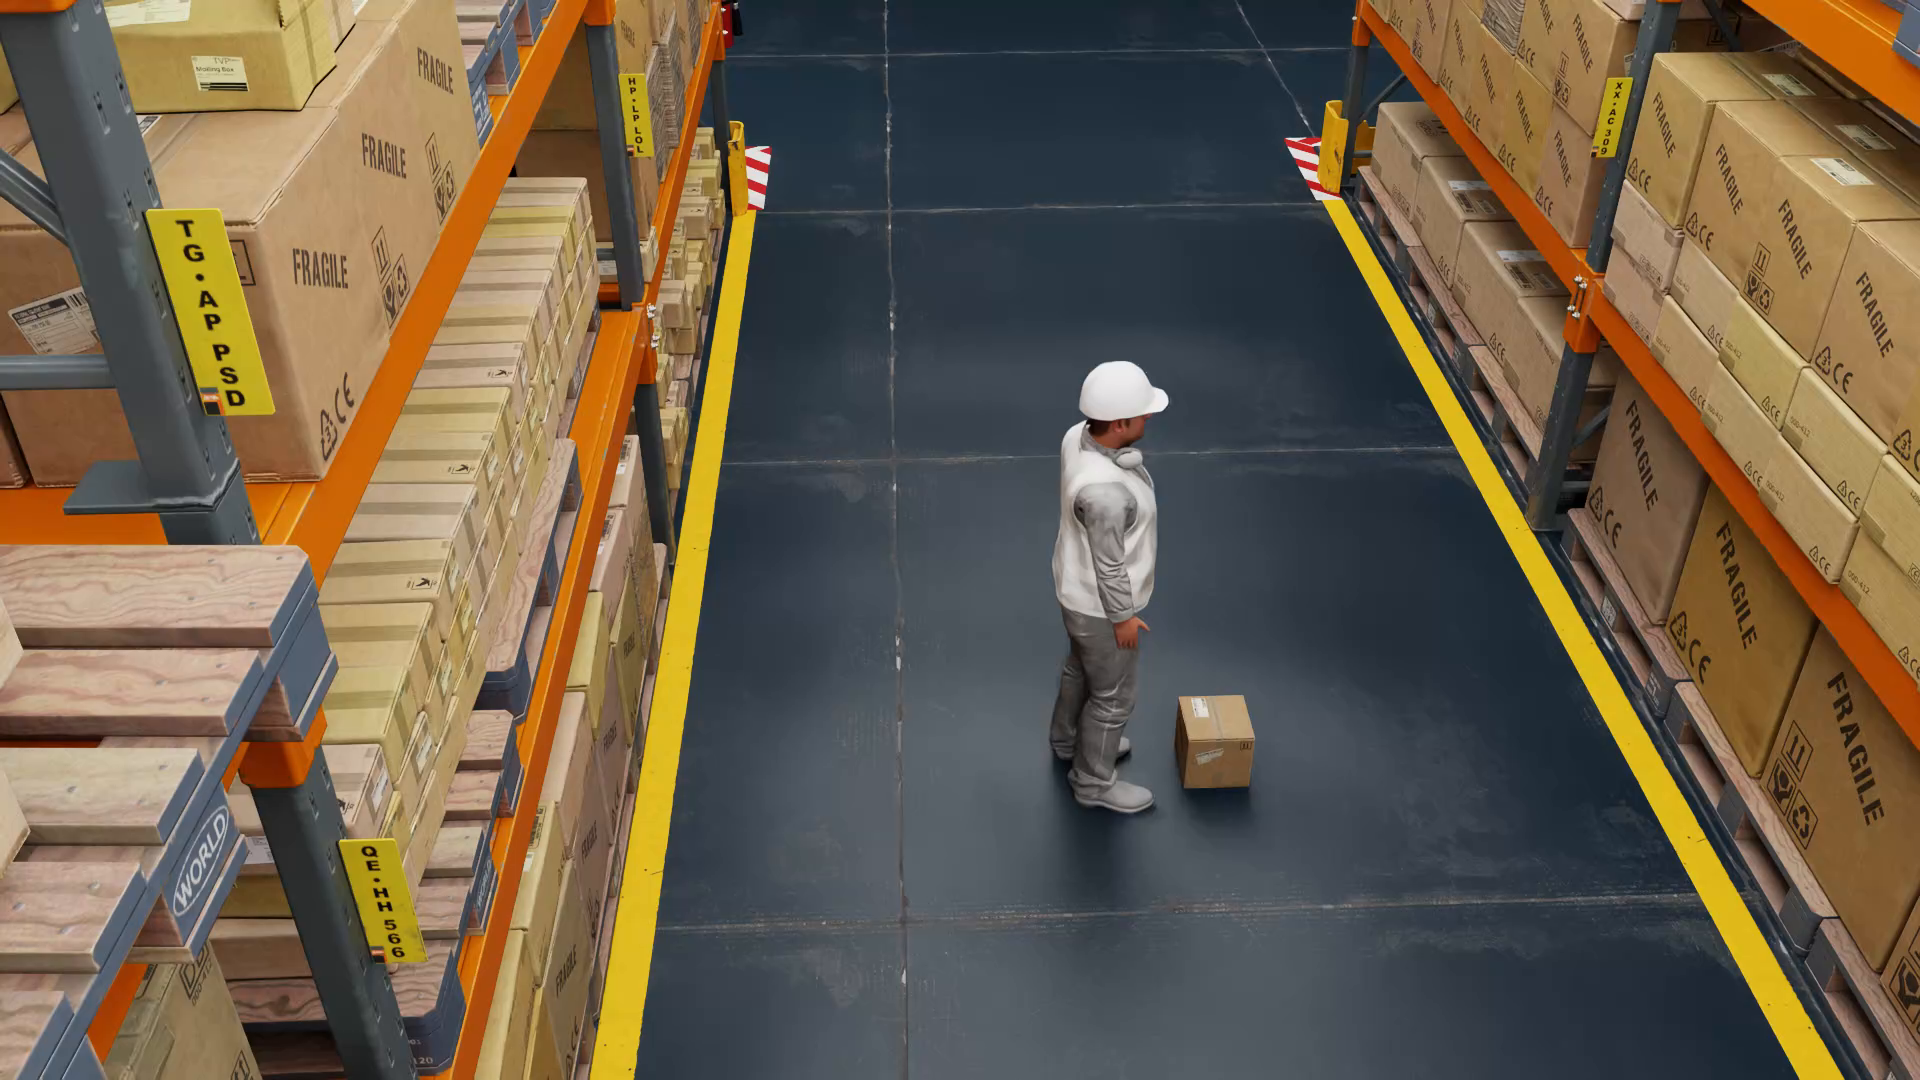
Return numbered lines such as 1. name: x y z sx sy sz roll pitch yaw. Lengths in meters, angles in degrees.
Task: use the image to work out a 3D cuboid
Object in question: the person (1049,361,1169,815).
1. person: 0.525 0.158 5.895 0.392 1.778 0.536 -1 35 -1
